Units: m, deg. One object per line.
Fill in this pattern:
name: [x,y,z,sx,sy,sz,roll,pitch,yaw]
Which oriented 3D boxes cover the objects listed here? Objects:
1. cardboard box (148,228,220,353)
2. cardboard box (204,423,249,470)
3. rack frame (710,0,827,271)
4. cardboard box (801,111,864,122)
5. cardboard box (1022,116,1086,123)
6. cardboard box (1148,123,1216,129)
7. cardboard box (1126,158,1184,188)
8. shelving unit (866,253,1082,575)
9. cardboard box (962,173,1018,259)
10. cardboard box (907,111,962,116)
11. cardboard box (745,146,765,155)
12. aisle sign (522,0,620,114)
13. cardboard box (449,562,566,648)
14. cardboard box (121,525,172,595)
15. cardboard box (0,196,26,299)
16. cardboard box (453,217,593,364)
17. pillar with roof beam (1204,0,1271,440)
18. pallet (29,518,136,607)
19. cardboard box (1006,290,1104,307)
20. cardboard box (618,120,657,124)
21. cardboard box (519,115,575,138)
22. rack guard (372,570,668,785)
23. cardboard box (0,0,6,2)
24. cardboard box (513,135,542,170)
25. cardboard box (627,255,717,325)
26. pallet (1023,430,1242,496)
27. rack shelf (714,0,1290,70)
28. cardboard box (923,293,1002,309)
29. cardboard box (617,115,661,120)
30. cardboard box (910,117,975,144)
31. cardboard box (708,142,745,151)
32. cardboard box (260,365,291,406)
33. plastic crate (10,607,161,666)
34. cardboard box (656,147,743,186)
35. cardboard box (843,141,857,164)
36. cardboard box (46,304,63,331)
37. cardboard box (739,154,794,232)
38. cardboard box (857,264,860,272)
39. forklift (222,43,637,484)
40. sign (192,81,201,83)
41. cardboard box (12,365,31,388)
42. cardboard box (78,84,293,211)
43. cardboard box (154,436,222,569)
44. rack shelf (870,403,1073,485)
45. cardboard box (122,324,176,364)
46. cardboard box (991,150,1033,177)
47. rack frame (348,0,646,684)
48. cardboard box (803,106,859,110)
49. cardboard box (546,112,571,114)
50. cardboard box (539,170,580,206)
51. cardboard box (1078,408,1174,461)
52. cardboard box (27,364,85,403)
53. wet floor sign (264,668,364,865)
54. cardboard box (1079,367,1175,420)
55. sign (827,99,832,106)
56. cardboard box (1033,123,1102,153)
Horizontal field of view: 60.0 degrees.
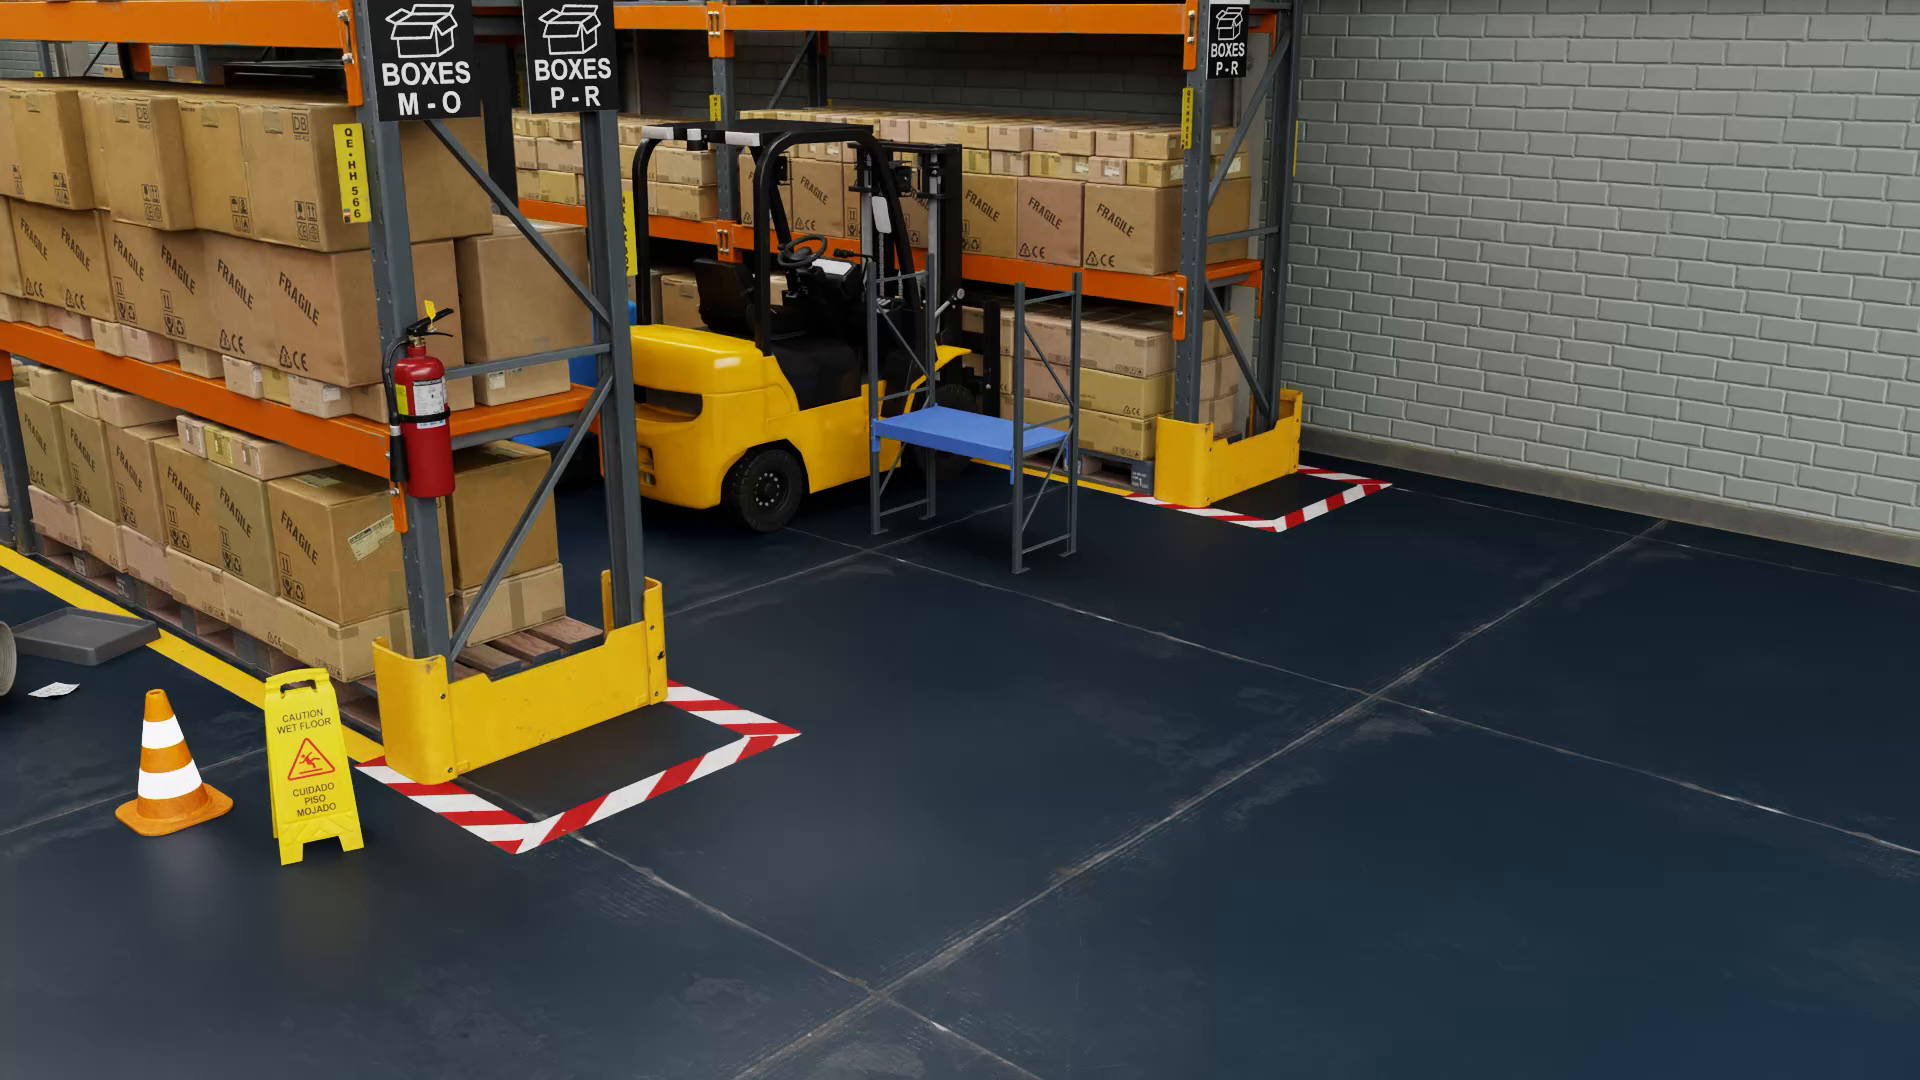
cardboard box: [-2.999,-1.095,6.946,0.500,0.500,0.500,15,23,39]
cardboard box: [-2.944,-0.424,7.027,0.250,0.149,0.380,16,23,40]
rack frame: [-1.367,-2.583,12.291,0.127,3.000,1.000,15,23,39]
cardboard box: [-0.873,-2.869,11.464,0.250,0.149,0.380,14,23,38]
cardboard box: [0.616,-2.679,10.866,0.250,0.149,0.380,14,23,38]
cardboard box: [1.358,-2.462,10.180,0.250,0.149,0.380,16,24,41]
cardboard box: [1.180,-2.143,9.667,0.250,0.149,0.380,15,23,40]
shelving unit: [0.064,-0.698,8.831,1.048,1.500,0.538,15,23,39]
cardboard box: [0.317,-2.076,10.529,0.500,0.500,0.500,14,23,38]
cardboard box: [-0.151,-2.883,11.508,0.250,0.149,0.380,15,23,38]
cardboard box: [-1.303,-2.816,11.789,0.250,0.149,0.380,15,23,38]
aisle sign: [-1.415,-1.953,6.008,0.004,0.787,0.394,15,23,39]
cardboard box: [-2.087,0.230,7.280,0.500,0.250,0.500,15,23,39]
cardboard box: [-3.591,0.041,7.874,0.500,0.250,0.500,15,23,39]
cardboard box: [-4.515,-1.497,8.213,0.500,0.500,0.500,15,23,39]
cardboard box: [-1.837,-1.003,6.657,0.500,0.500,0.500,15,23,38]
pillar with roof beam: [-1.155,-4.009,6.867,0.400,9.000,9.100,15,23,39]
pallet: [-4.133,-0.003,8.773,1.213,0.211,1.003,15,23,39]
cardboard box: [0.648,-1.488,11.038,0.500,0.250,0.500,15,23,39]
cardboard box: [-2.562,-3.156,12.861,0.250,0.149,0.380,14,23,38]
cardboard box: [-3.343,-3.355,13.488,0.250,0.149,0.380,16,23,40]
rack guard: [-1.724,0.520,6.646,0.348,0.500,1.175,15,23,39]
cardboard box: [-4.431,-2.585,7.755,0.250,0.149,0.380,15,23,39]
cardboard box: [-3.436,-3.198,13.653,0.500,0.250,0.500,14,23,38]
cardboard box: [-2.340,-1.911,13.406,0.625,0.625,0.875,15,23,39]
pallet: [1.025,-0.595,10.636,1.213,0.211,1.003,15,23,39]
rack shelf: [0.129,-3.268,10.681,4.000,0.370,1.077,15,23,39]
cardboard box: [-0.070,-1.471,10.988,0.500,0.250,0.500,14,23,38]
cardboard box: [-2.597,-3.375,13.551,0.250,0.149,0.380,15,23,40]
cardboard box: [-0.111,-2.664,10.816,0.250,0.149,0.380,15,23,39]
cardboard box: [-1.770,-2.958,12.236,0.250,0.149,0.380,16,24,41]
cardboard box: [-2.529,-0.645,6.600,0.250,0.149,0.380,15,23,38]
plastic crate: [-4.029,0.433,7.614,0.583,0.080,0.402,7,19,21]
cardboard box: [-1.904,-2.790,12.367,0.500,0.250,0.500,14,23,38]
cardboard box: [-0.564,-2.599,11.105,0.250,0.149,0.380,15,23,39]
cardboard box: [-4.194,-1.118,8.091,0.250,0.149,0.380,15,23,39]
cardboard box: [-1.208,-2.482,11.809,0.500,0.500,0.500,14,22,38]
cardboard box: [-0.870,-1.894,12.319,0.500,0.250,0.500,16,23,40]
forklift: [-3.273,-1.591,9.279,1.130,2.935,3.031,13,22,35]
sign: [-7.705,-4.477,16.830,0.005,0.325,0.100,15,23,39]
cardboard box: [-6.114,-0.794,10.306,0.625,0.372,0.950,16,24,41]
cardboard box: [-3.298,-1.689,7.165,0.500,0.500,0.700,15,23,39]
cardboard box: [-3.205,-0.212,7.432,0.500,0.500,0.500,14,23,38]
rack shelf: [0.064,-0.526,8.885,1.000,0.185,0.538,15,23,39]
cardboard box: [-3.478,-0.900,7.405,0.250,0.149,0.380,15,23,39]
cardboard box: [0.407,-2.349,10.316,0.250,0.149,0.380,14,22,38]
rack frame: [-1.667,-0.656,6.220,0.127,3.000,1.000,15,23,39]
cardboard box: [-0.927,-3.086,12.147,0.250,0.149,0.380,15,23,39]
cardboard box: [-3.328,-3.597,14.248,0.250,0.149,0.380,14,23,38]
cardboard box: [-3.039,-2.862,13.418,0.500,0.250,0.500,16,24,41]
cardboard box: [1.064,-0.692,10.185,0.500,0.250,0.500,15,23,40]
cardboard box: [-4.343,-0.797,8.204,0.250,0.149,0.380,15,23,40]
wet floor sign: [-2.235,0.746,5.693,0.267,0.644,0.232,-9,20,-27]
cardboard box: [1.054,-0.935,10.123,0.500,0.250,0.500,15,23,39]
sign: [-0.999,-3.159,12.545,0.005,0.325,0.100,15,23,39]
cardboard box: [0.662,-2.458,10.169,0.250,0.149,0.380,15,23,40]
